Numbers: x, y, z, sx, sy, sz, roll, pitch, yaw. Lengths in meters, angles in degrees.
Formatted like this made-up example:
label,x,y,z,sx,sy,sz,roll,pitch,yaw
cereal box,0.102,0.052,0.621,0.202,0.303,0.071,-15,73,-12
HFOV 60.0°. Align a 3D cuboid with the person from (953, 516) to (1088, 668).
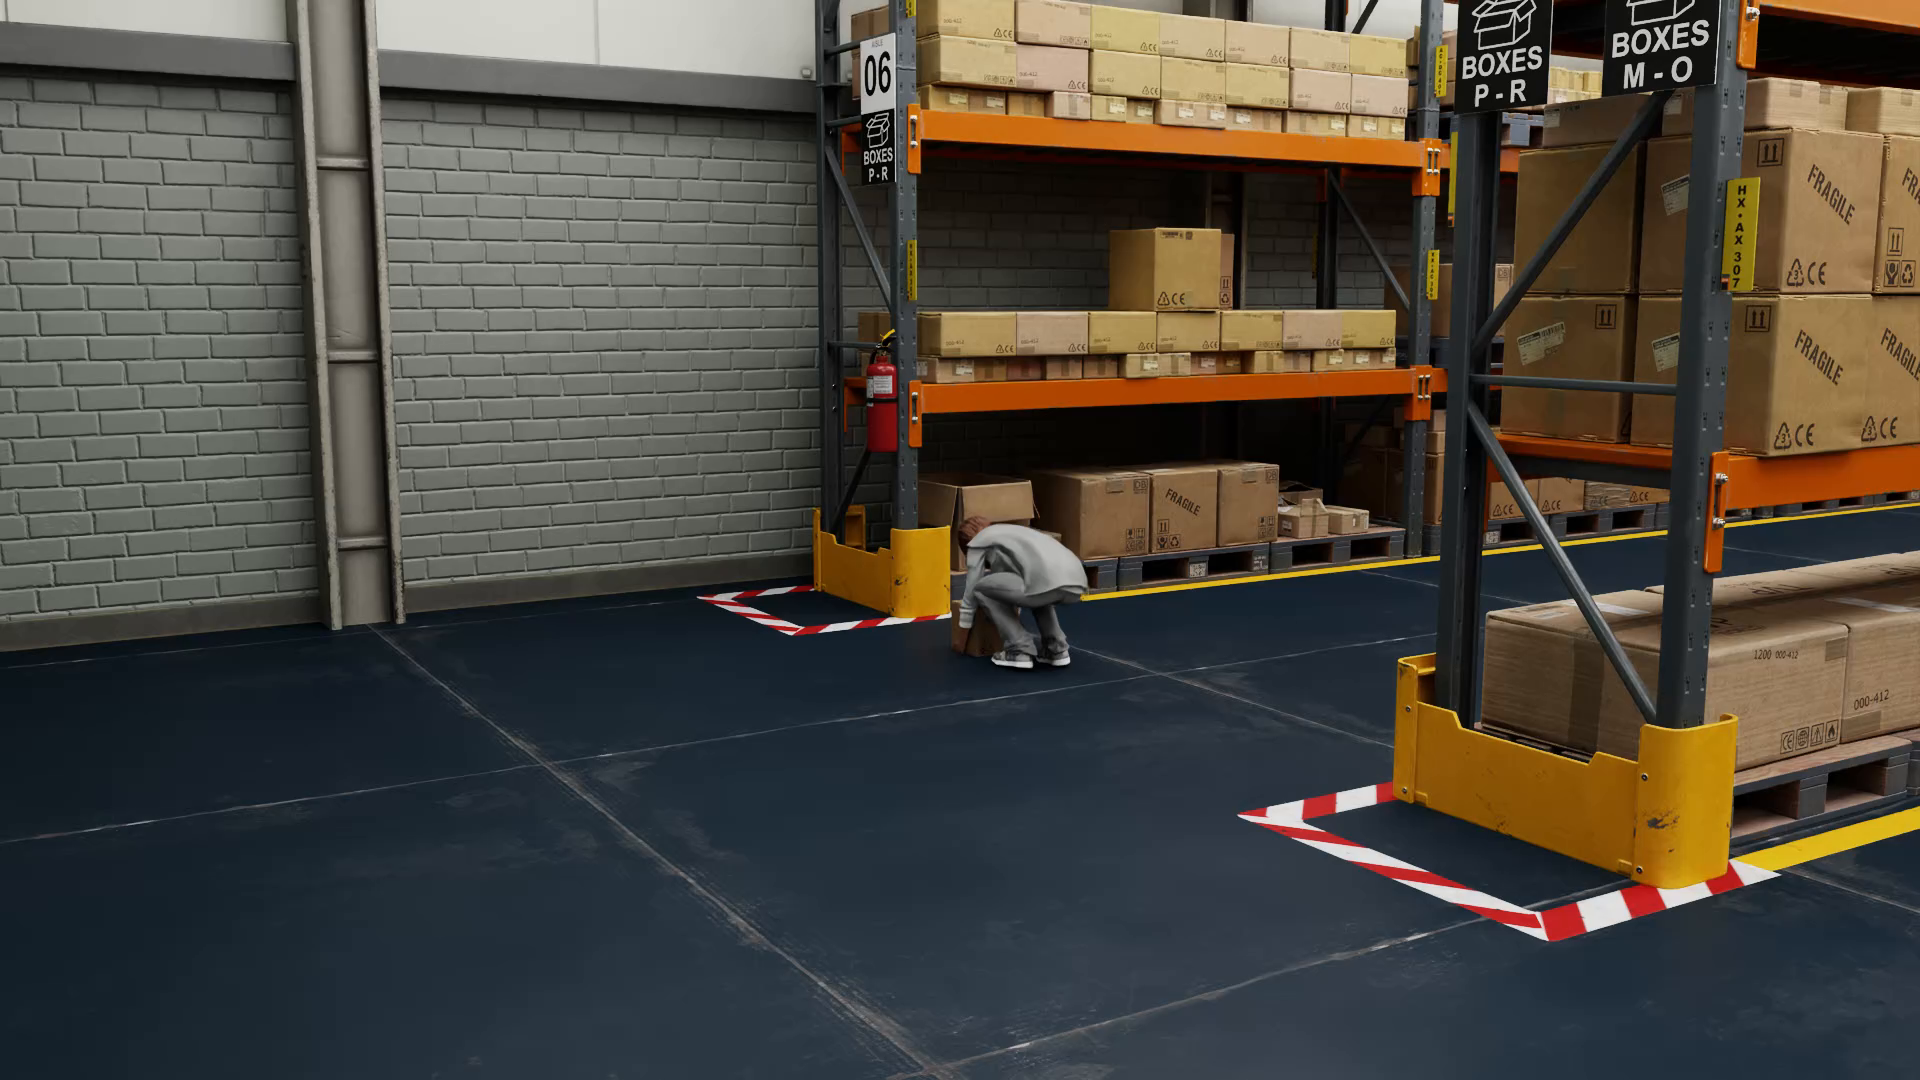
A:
label,x,y,z,sx,sy,sz,roll,pitch,yaw
person,0.281,0.274,8.214,0.423,0.718,0.852,-5,10,-32
